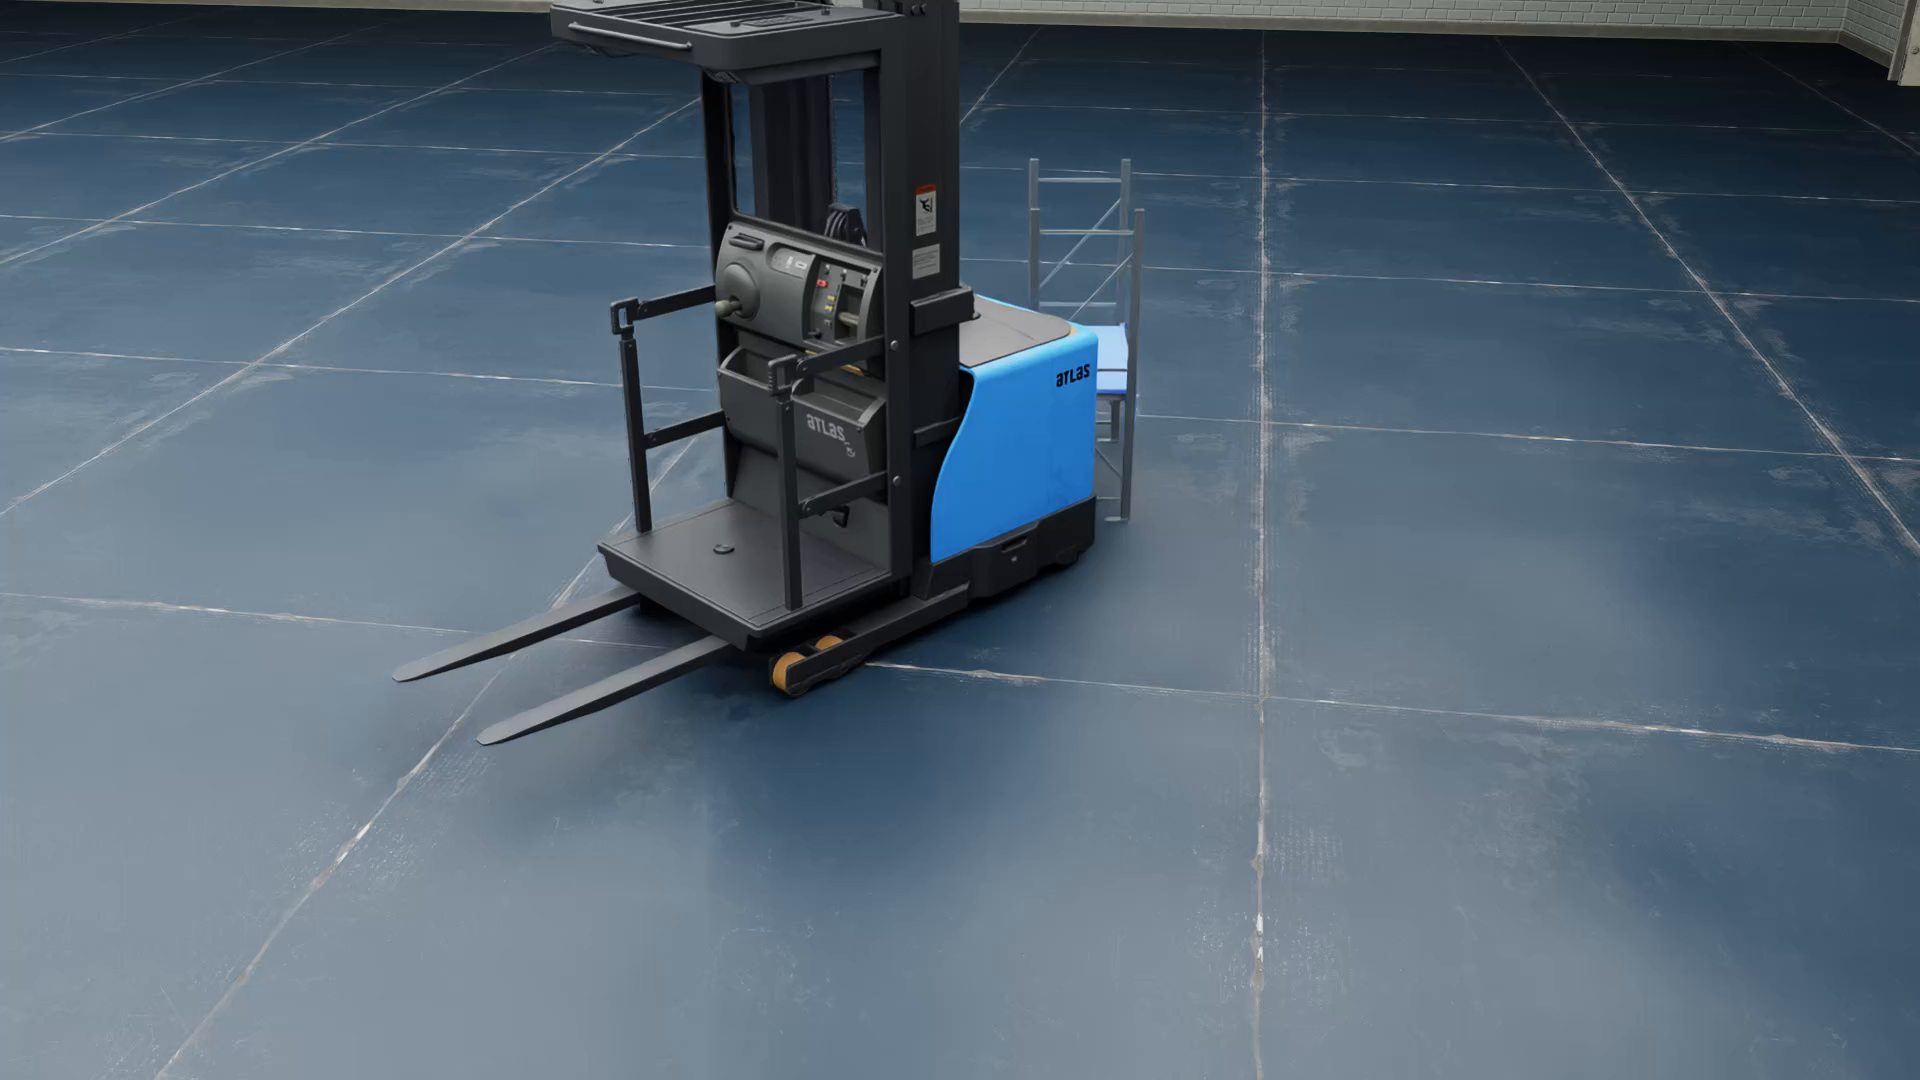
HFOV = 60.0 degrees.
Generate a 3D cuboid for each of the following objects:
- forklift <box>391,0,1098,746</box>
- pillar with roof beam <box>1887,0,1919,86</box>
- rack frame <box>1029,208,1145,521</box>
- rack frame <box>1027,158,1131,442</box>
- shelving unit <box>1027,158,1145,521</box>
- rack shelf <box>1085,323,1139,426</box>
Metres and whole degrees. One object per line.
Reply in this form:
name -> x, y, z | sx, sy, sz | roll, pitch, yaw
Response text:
forklift -> -0.791, -0.970, 6.365 | 3.031, 2.935, 1.130 | -23, 33, -39
pillar with roof beam -> 6.461, -9.542, 17.522 | 9.100, 9.000, 0.400 | 4, 25, 9
rack frame -> 0.562, -0.779, 7.646 | 0.500, 1.500, 0.032 | 1, 25, 2
rack frame -> 0.595, -1.210, 8.566 | 0.500, 1.500, 0.032 | 1, 25, 2
shelving unit -> 0.578, -0.995, 8.106 | 0.538, 1.500, 1.048 | 1, 25, 2
rack shelf -> 0.578, -0.832, 8.182 | 0.538, 0.185, 1.000 | 1, 25, 2
